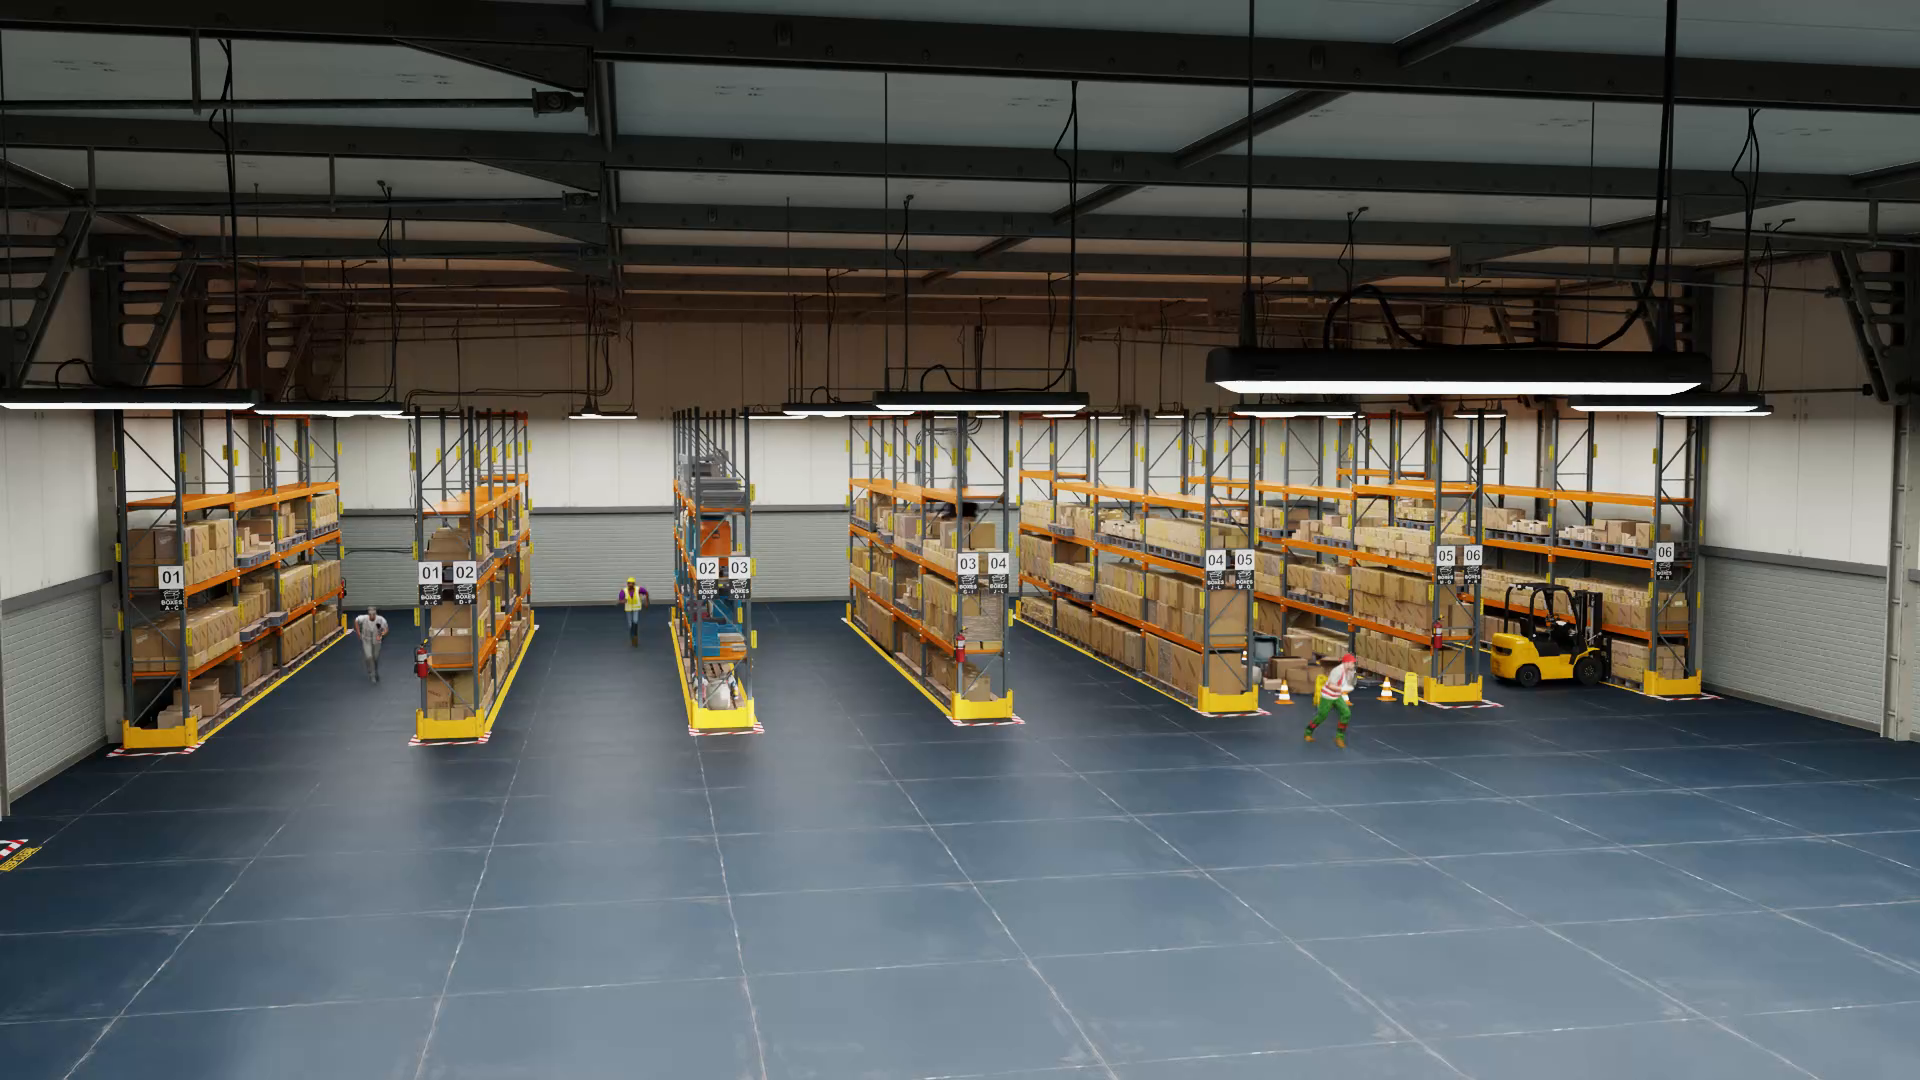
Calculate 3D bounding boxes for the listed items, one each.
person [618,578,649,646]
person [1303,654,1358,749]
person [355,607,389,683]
[{"bbox_3d":[-8.353,1.819,42.523,0.734,1.743,0.800,0,4,-5],"label":"person"},{"bbox_3d":[6.530,2.829,29.296,1.022,1.719,0.707,3,5,40],"label":"person"},{"bbox_3d":[-13.012,2.299,36.842,0.704,1.720,1.030,-1,4,-16],"label":"person"}]
